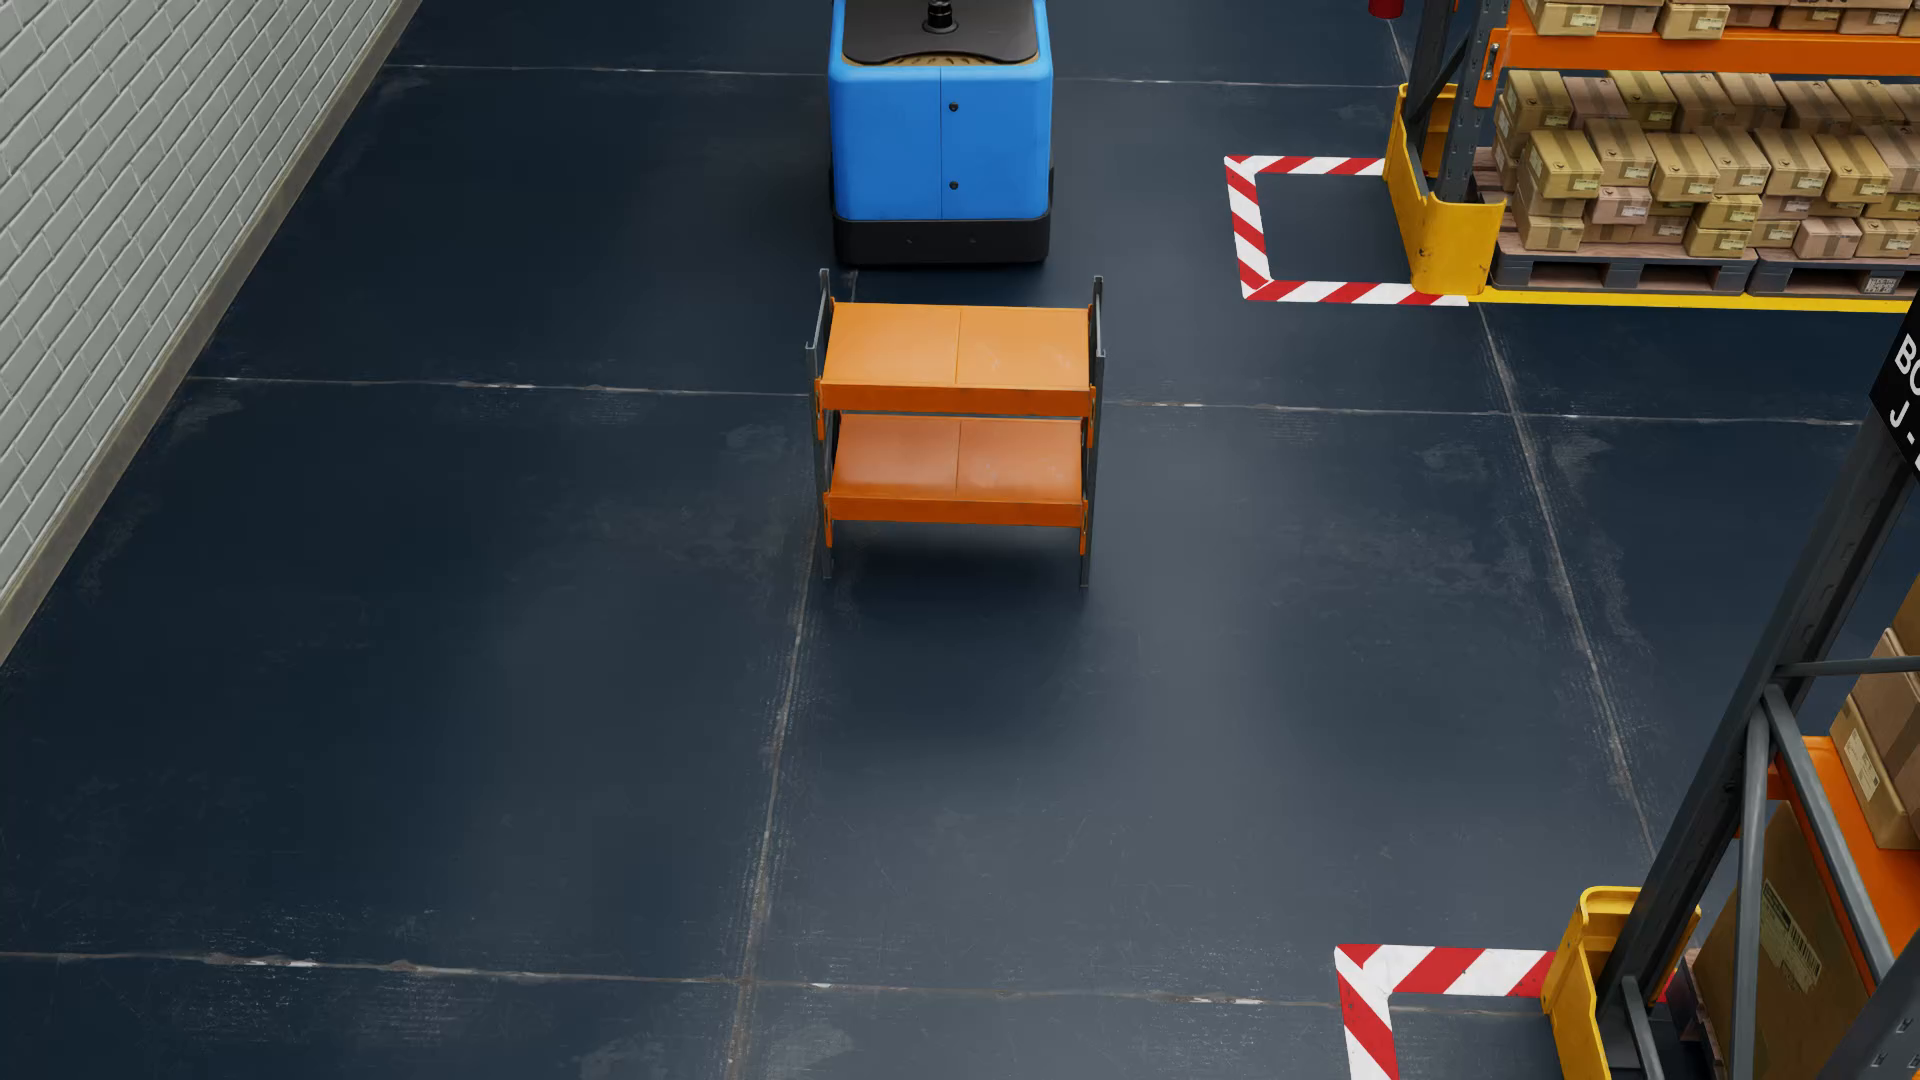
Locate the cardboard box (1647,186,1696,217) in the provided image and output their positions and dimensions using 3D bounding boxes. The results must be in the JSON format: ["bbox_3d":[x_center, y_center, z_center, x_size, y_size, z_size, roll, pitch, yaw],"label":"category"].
[{"bbox_3d":[3.347,-1.714,7.954,0.250,0.149,0.380,2,43,2],"label":"cardboard box"}]

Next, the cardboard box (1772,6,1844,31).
[{"bbox_3d":[3.682,-2.390,7.300,0.250,0.149,0.380,1,43,1],"label":"cardboard box"}]

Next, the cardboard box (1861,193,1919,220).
[{"bbox_3d":[4.410,-1.693,7.932,0.250,0.149,0.380,4,43,4],"label":"cardboard box"}]

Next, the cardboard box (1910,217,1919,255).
[{"bbox_3d":[4.613,-1.533,7.978,0.250,0.149,0.380,3,43,3],"label":"cardboard box"}]

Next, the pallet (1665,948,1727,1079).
[{"bbox_3d":[2.793,1.687,4.785,1.213,0.211,1.003,2,43,2],"label":"pallet"}]

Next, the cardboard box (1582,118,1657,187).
[{"bbox_3d":[3.104,-1.834,7.865,0.250,0.149,0.380,2,43,3],"label":"cardboard box"}]

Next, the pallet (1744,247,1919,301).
[{"bbox_3d":[4.417,-1.568,8.279,1.213,0.211,1.003,2,43,2],"label":"pallet"}]

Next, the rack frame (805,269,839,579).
[{"bbox_3d":[-0.515,-0.427,6.384,0.032,1.125,0.500,2,43,2],"label":"rack frame"}]

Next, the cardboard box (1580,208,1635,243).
[{"bbox_3d":[3.089,-1.604,8.054,0.250,0.149,0.380,2,43,2],"label":"cardboard box"}]

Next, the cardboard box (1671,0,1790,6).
[{"bbox_3d":[3.287,-2.624,7.074,0.500,0.500,0.500,2,43,2],"label":"cardboard box"}]

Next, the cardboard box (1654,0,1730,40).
[{"bbox_3d":[3.146,-2.330,7.235,0.250,0.149,0.380,1,43,1],"label":"cardboard box"}]

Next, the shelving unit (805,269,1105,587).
[{"bbox_3d":[-0.007,-0.412,6.367,1.048,1.125,0.538,2,43,2],"label":"shelving unit"}]

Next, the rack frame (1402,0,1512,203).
[{"bbox_3d":[2.315,-2.679,7.426,0.127,3.000,1.000,2,43,2],"label":"rack frame"}]

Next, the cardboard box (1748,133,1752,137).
[{"bbox_3d":[3.892,-2.055,8.321,0.250,0.149,0.380,2,43,3],"label":"cardboard box"}]

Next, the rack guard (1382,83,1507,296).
[{"bbox_3d":[2.391,-1.762,8.275,0.348,0.500,1.175,2,43,2],"label":"rack guard"}]

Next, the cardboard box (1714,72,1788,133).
[{"bbox_3d":[3.895,-2.174,8.230,0.250,0.149,0.380,3,43,3],"label":"cardboard box"}]

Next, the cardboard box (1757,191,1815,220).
[{"bbox_3d":[3.867,-1.688,7.927,0.250,0.149,0.380,0,43,0],"label":"cardboard box"}]

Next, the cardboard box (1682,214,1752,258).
[{"bbox_3d":[3.588,-1.518,7.962,0.250,0.149,0.380,2,43,2],"label":"cardboard box"}]

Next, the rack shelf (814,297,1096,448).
[{"bbox_3d":[-0.007,-0.626,6.167,1.000,0.278,0.538,2,43,2],"label":"rack shelf"}]

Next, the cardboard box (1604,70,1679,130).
[{"bbox_3d":[3.368,-2.196,8.253,0.250,0.149,0.380,1,43,1],"label":"cardboard box"}]

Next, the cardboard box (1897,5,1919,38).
[{"bbox_3d":[4.185,-2.341,7.247,0.250,0.149,0.380,3,43,3],"label":"cardboard box"}]

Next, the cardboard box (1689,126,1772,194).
[{"bbox_3d":[3.602,-1.787,7.815,0.250,0.149,0.380,0,43,0],"label":"cardboard box"}]

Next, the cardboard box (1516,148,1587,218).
[{"bbox_3d":[2.827,-1.708,7.948,0.250,0.149,0.380,3,43,4],"label":"cardboard box"}]

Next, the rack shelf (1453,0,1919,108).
[{"bbox_3d":[4.313,-2.355,7.605,4.000,0.370,1.077,2,43,2],"label":"rack shelf"}]

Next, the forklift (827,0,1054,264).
[{"bbox_3d":[-0.111,-3.398,8.247,1.130,2.935,3.031,-1,43,-1],"label":"forklift"}]

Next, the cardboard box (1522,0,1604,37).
[{"bbox_3d":[2.624,-2.354,7.261,0.250,0.149,0.380,1,43,2],"label":"cardboard box"}]

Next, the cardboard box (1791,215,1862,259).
[{"bbox_3d":[4.092,-1.508,7.952,0.250,0.149,0.380,0,43,0],"label":"cardboard box"}]

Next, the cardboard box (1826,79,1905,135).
[{"bbox_3d":[4.416,-2.102,8.153,0.250,0.149,0.380,2,43,2],"label":"cardboard box"}]

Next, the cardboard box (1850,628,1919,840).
[{"bbox_3d":[2.487,0.475,3.931,0.500,0.250,0.500,1,43,1],"label":"cardboard box"}]

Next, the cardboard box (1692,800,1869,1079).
[{"bbox_3d":[2.634,1.284,4.422,0.875,0.875,0.875,2,43,2],"label":"cardboard box"}]

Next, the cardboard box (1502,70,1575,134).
[{"bbox_3d":[2.855,-2.164,8.219,0.250,0.149,0.380,2,43,2],"label":"cardboard box"}]

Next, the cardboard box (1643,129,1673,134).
[{"bbox_3d":[3.375,-2.062,8.328,0.250,0.149,0.380,0,43,0],"label":"cardboard box"}]

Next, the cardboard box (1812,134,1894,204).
[{"bbox_3d":[4.139,-1.733,7.757,0.250,0.149,0.380,2,43,3],"label":"cardboard box"}]

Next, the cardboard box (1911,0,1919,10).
[{"bbox_3d":[4.285,-2.589,7.037,0.500,0.500,0.500,1,43,1],"label":"cardboard box"}]
